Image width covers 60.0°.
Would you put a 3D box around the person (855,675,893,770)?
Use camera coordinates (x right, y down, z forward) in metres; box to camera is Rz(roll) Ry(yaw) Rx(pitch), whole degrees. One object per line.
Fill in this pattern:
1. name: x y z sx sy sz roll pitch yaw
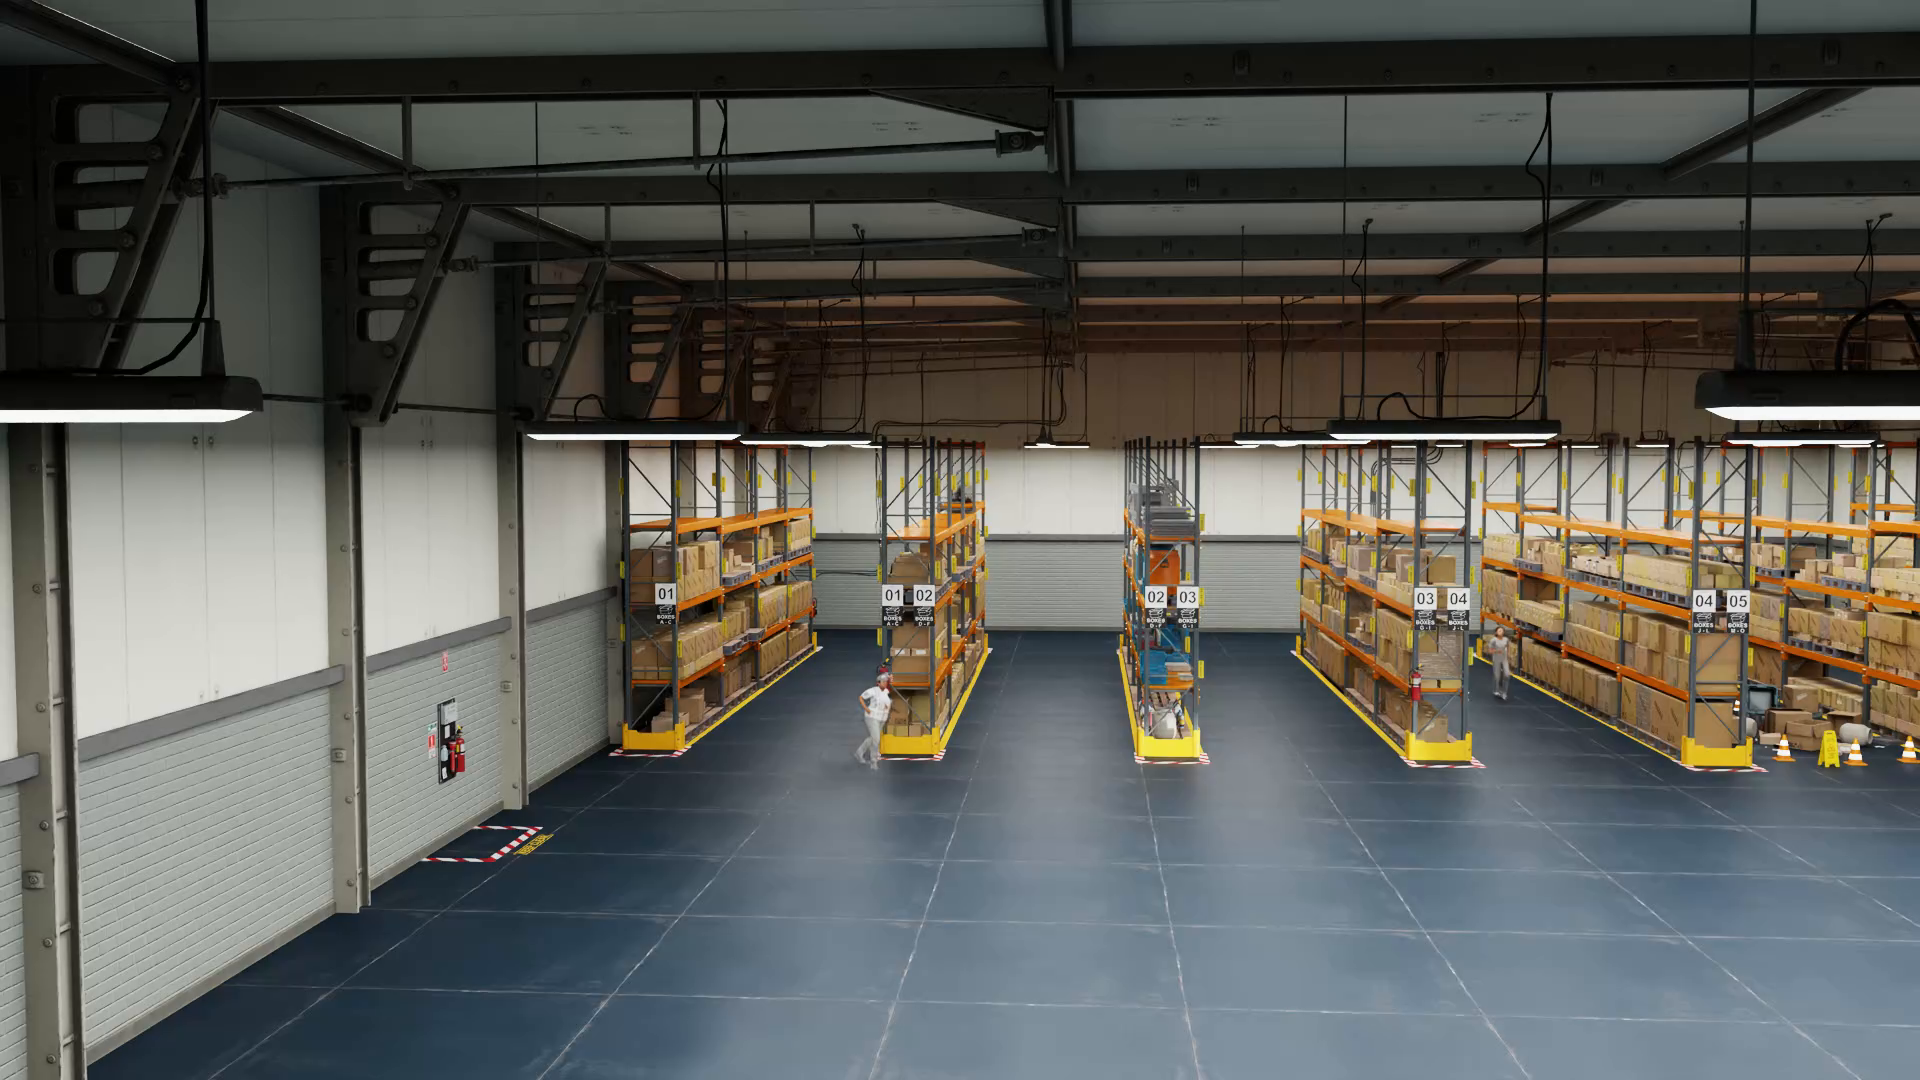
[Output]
1. person: -1.556 3.310 30.289 0.759 1.701 0.660 3 4 43

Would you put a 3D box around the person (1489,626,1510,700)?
1. person: 12.482 2.840 38.441 0.542 1.710 0.731 0 3 2
